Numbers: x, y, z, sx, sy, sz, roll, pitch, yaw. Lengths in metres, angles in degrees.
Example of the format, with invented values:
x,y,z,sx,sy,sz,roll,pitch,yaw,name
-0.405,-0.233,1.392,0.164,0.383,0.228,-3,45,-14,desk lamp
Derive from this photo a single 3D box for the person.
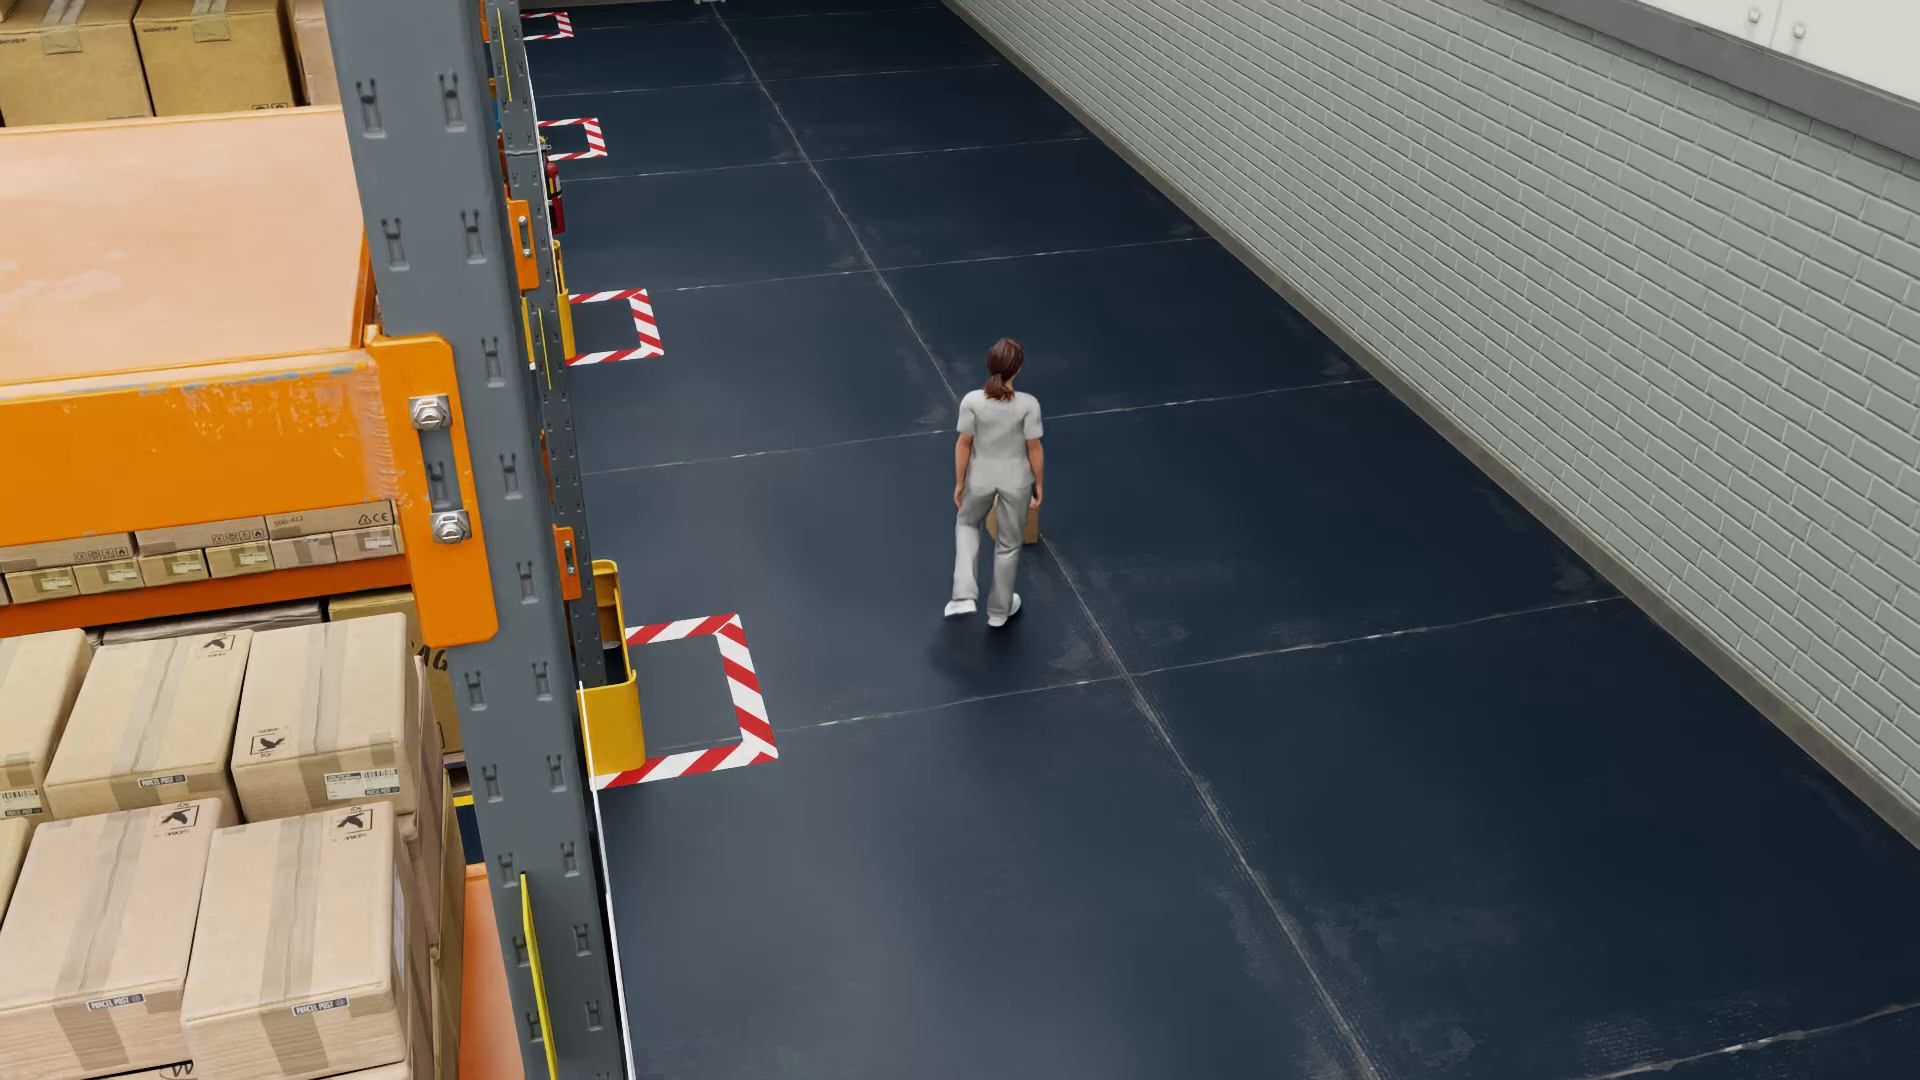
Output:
x,y,z,sx,sy,sz,roll,pitch,yaw,name
0.179,-0.278,8.685,0.513,1.667,0.450,5,31,9,person
